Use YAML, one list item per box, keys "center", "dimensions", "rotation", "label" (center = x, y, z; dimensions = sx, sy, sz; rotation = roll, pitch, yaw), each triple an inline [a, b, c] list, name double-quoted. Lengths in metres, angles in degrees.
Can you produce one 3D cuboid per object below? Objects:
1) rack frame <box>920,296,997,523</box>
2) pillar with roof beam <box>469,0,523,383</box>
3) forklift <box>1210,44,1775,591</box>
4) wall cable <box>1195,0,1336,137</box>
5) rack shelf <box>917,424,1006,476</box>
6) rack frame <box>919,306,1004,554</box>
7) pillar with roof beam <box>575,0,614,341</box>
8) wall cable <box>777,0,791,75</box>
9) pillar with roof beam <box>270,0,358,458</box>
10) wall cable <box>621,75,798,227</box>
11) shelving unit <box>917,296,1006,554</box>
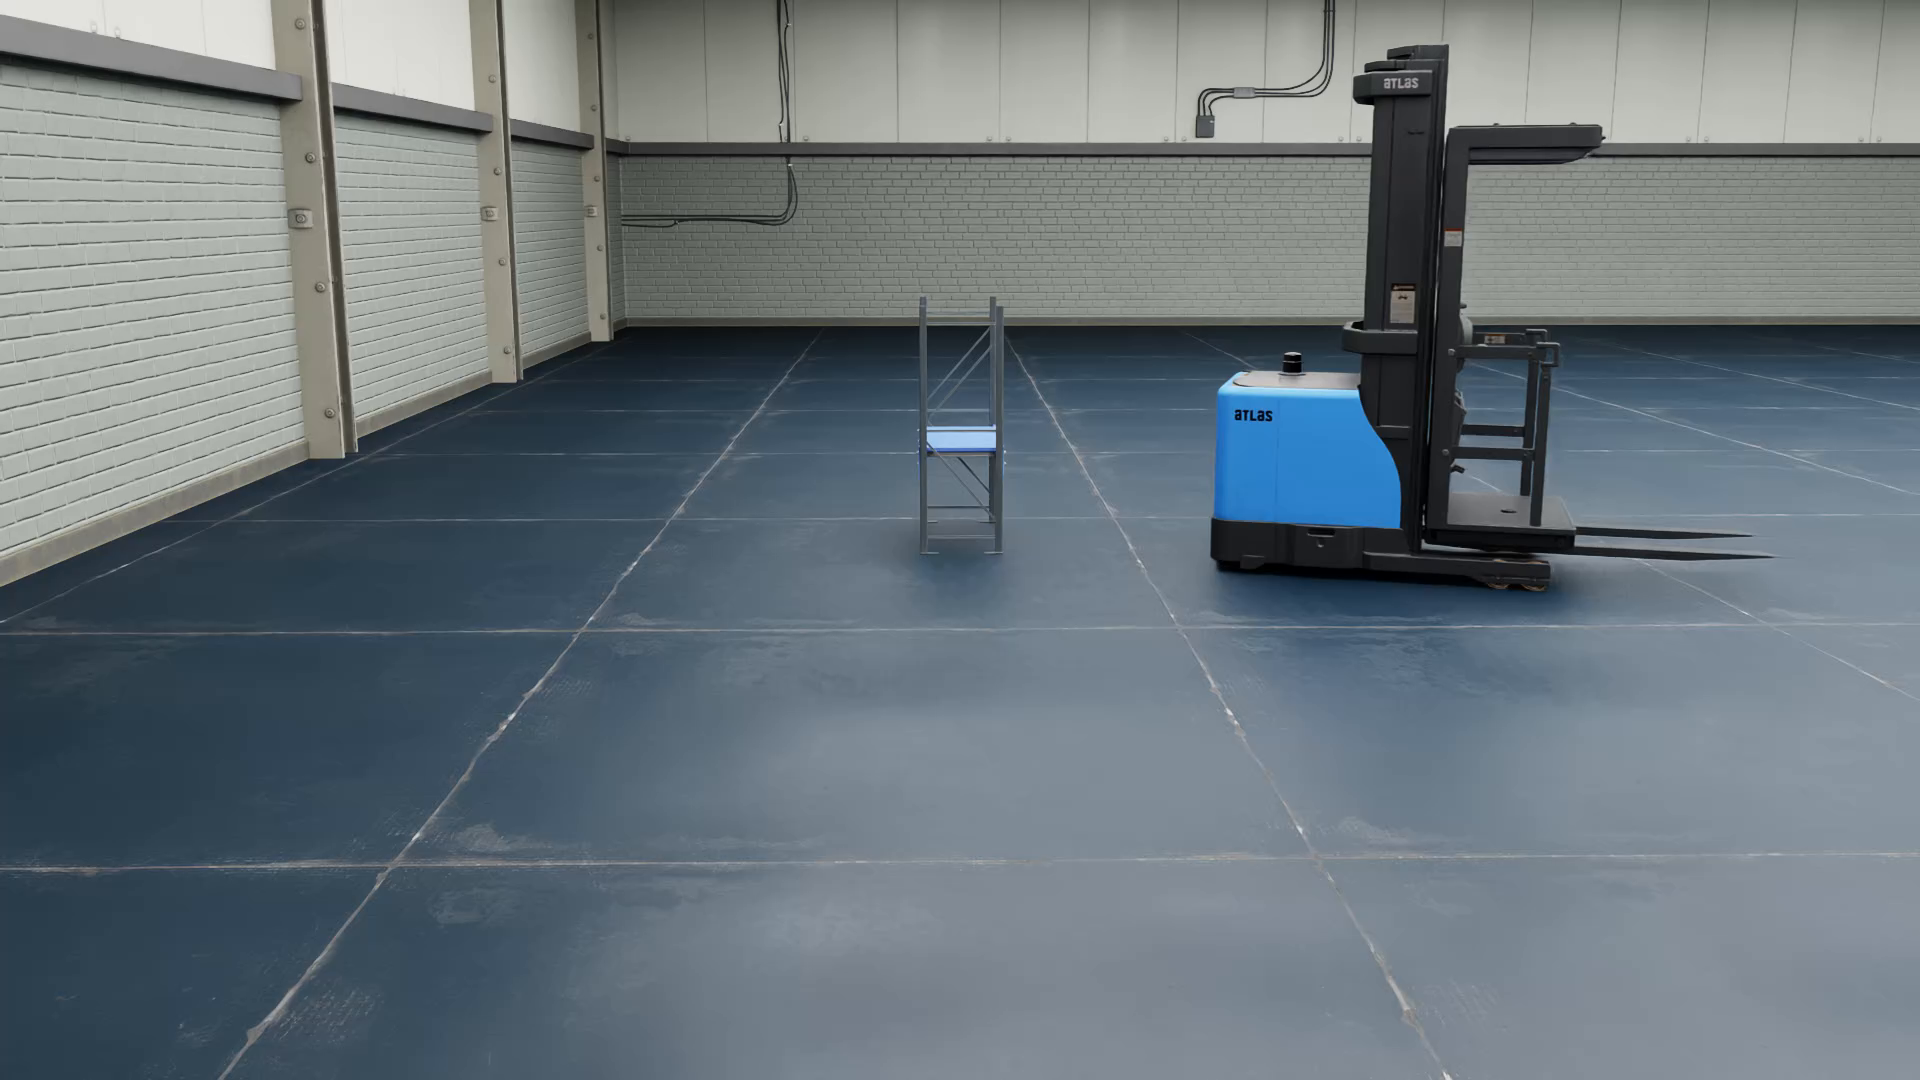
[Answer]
- center: [-0.012, -0.853, 10.992]
  dimensions: [0.500, 1.500, 0.032]
  rotation: [0, 11, -1]
  label: "rack frame"
- center: [-1.152, -6.344, 19.196]
  dimensions: [9.100, 9.000, 0.400]
  rotation: [0, 11, -1]
  label: "pillar with roof beam"
- center: [3.036, -1.271, 9.454]
  dimensions: [3.031, 2.935, 1.130]
  rotation: [3, 12, 15]
  label: "forklift"
- center: [5.173, -9.813, 27.740]
  dimensions: [2.305, 6.003, 0.169]
  rotation: [0, 11, -1]
  label: "wall cable"
- center: [-0.002, -0.576, 10.529]
  dimensions: [0.538, 0.185, 1.000]
  rotation: [0, 11, -1]
  label: "rack shelf"
- center: [0.009, -0.651, 9.995]
  dimensions: [0.500, 1.500, 0.032]
  rotation: [0, 11, -1]
  label: "rack frame"
- center: [-1.276, -7.537, 25.075]
  dimensions: [9.100, 9.000, 0.400]
  rotation: [0, 11, -1]
  label: "pillar with roof beam"
- center: [-1.614, -9.074, 27.763]
  dimensions: [3.097, 2.526, 0.112]
  rotation: [0, 11, -1]
  label: "wall cable"
- center: [-1.028, -5.151, 13.317]
  dimensions: [9.100, 9.000, 0.400]
  rotation: [0, 11, -1]
  label: "pillar with roof beam"
- center: [-4.319, -6.588, 28.210]
  dimensions: [3.097, 2.526, 0.112]
  rotation: [0, 11, -1]
  label: "wall cable"
- center: [-0.002, -0.752, 10.494]
  dimensions: [0.538, 1.500, 1.048]
  rotation: [0, 11, -1]
  label: "shelving unit"
